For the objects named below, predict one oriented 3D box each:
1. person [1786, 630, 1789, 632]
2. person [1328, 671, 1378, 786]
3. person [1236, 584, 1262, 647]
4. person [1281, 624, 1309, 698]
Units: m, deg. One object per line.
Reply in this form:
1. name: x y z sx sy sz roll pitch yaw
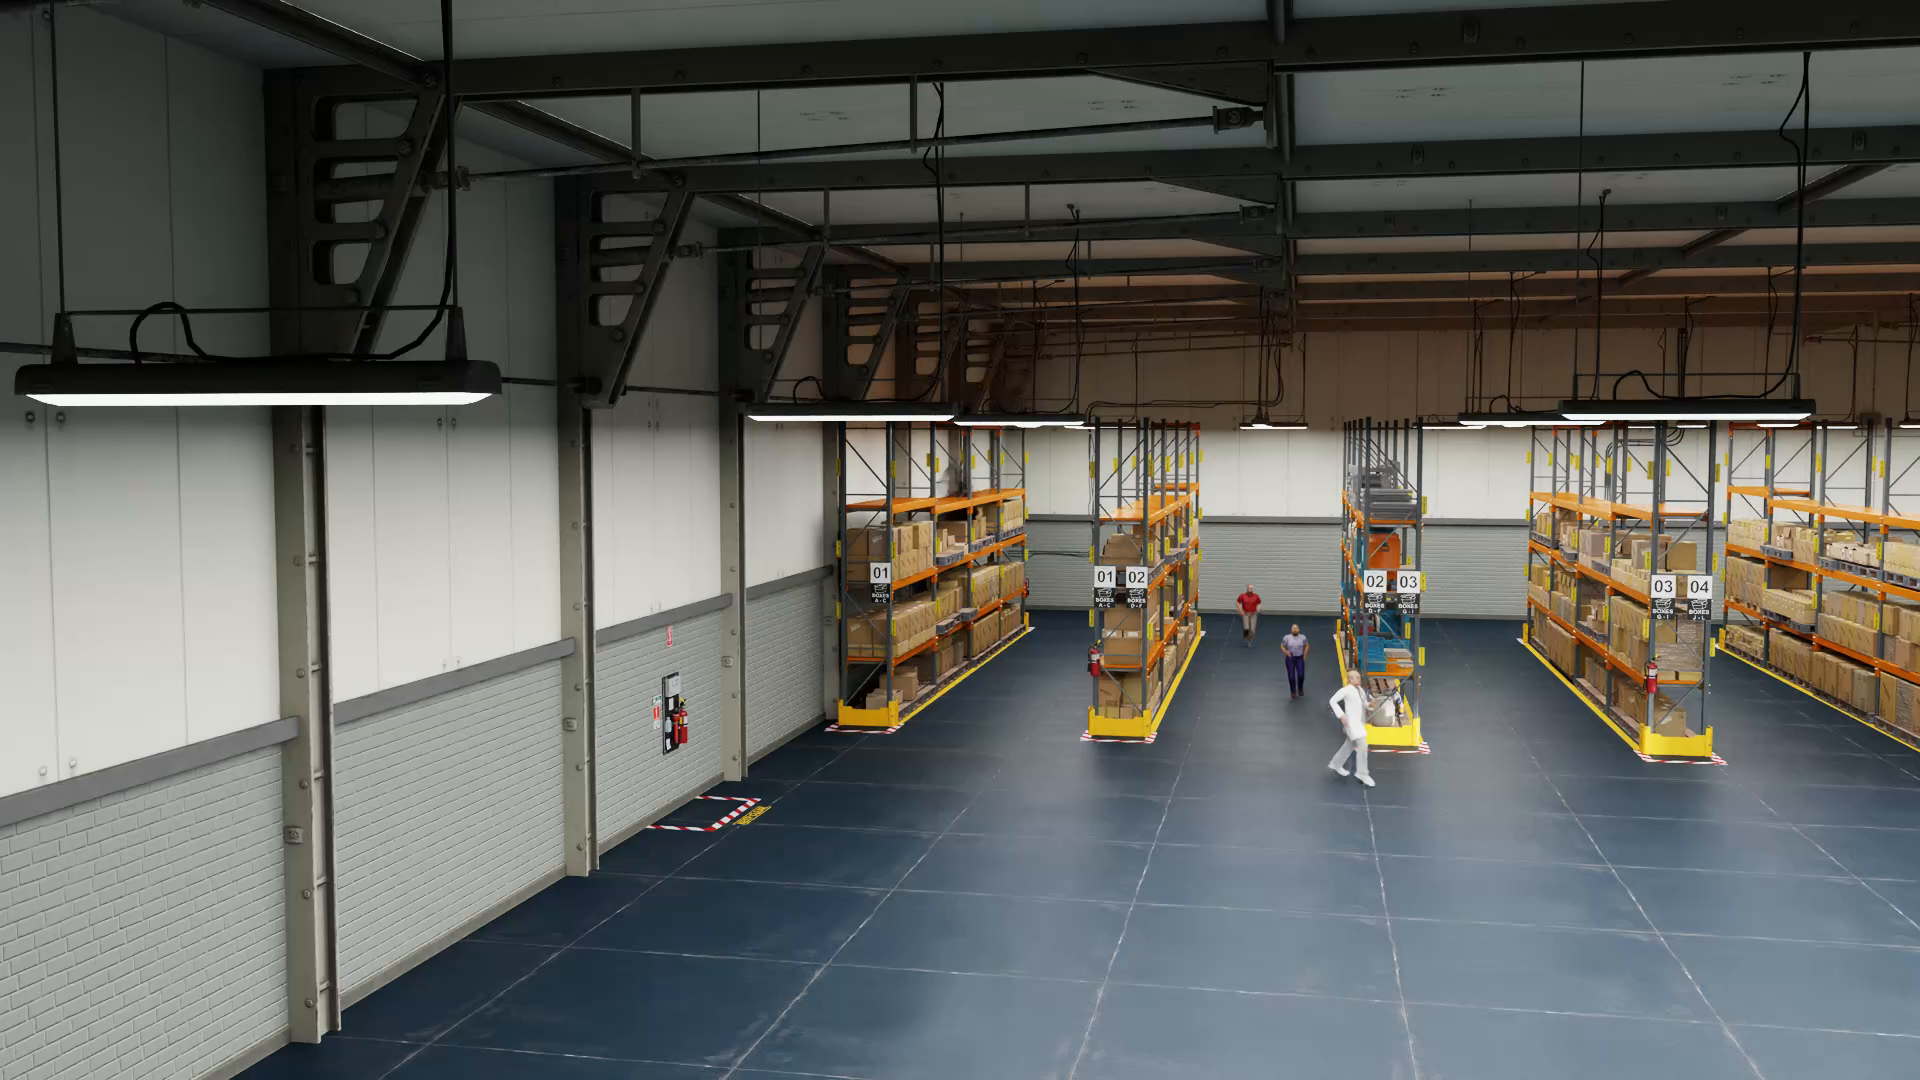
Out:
1. person: 22.093 2.053 44.058 0.645 1.627 0.691 -2 4 -25
2. person: 6.438 3.057 27.250 0.894 1.839 0.679 3 5 37
3. person: 7.725 2.022 44.283 0.641 1.675 0.626 0 4 -2
4. person: 7.186 2.597 35.682 0.603 1.609 0.573 1 4 10
